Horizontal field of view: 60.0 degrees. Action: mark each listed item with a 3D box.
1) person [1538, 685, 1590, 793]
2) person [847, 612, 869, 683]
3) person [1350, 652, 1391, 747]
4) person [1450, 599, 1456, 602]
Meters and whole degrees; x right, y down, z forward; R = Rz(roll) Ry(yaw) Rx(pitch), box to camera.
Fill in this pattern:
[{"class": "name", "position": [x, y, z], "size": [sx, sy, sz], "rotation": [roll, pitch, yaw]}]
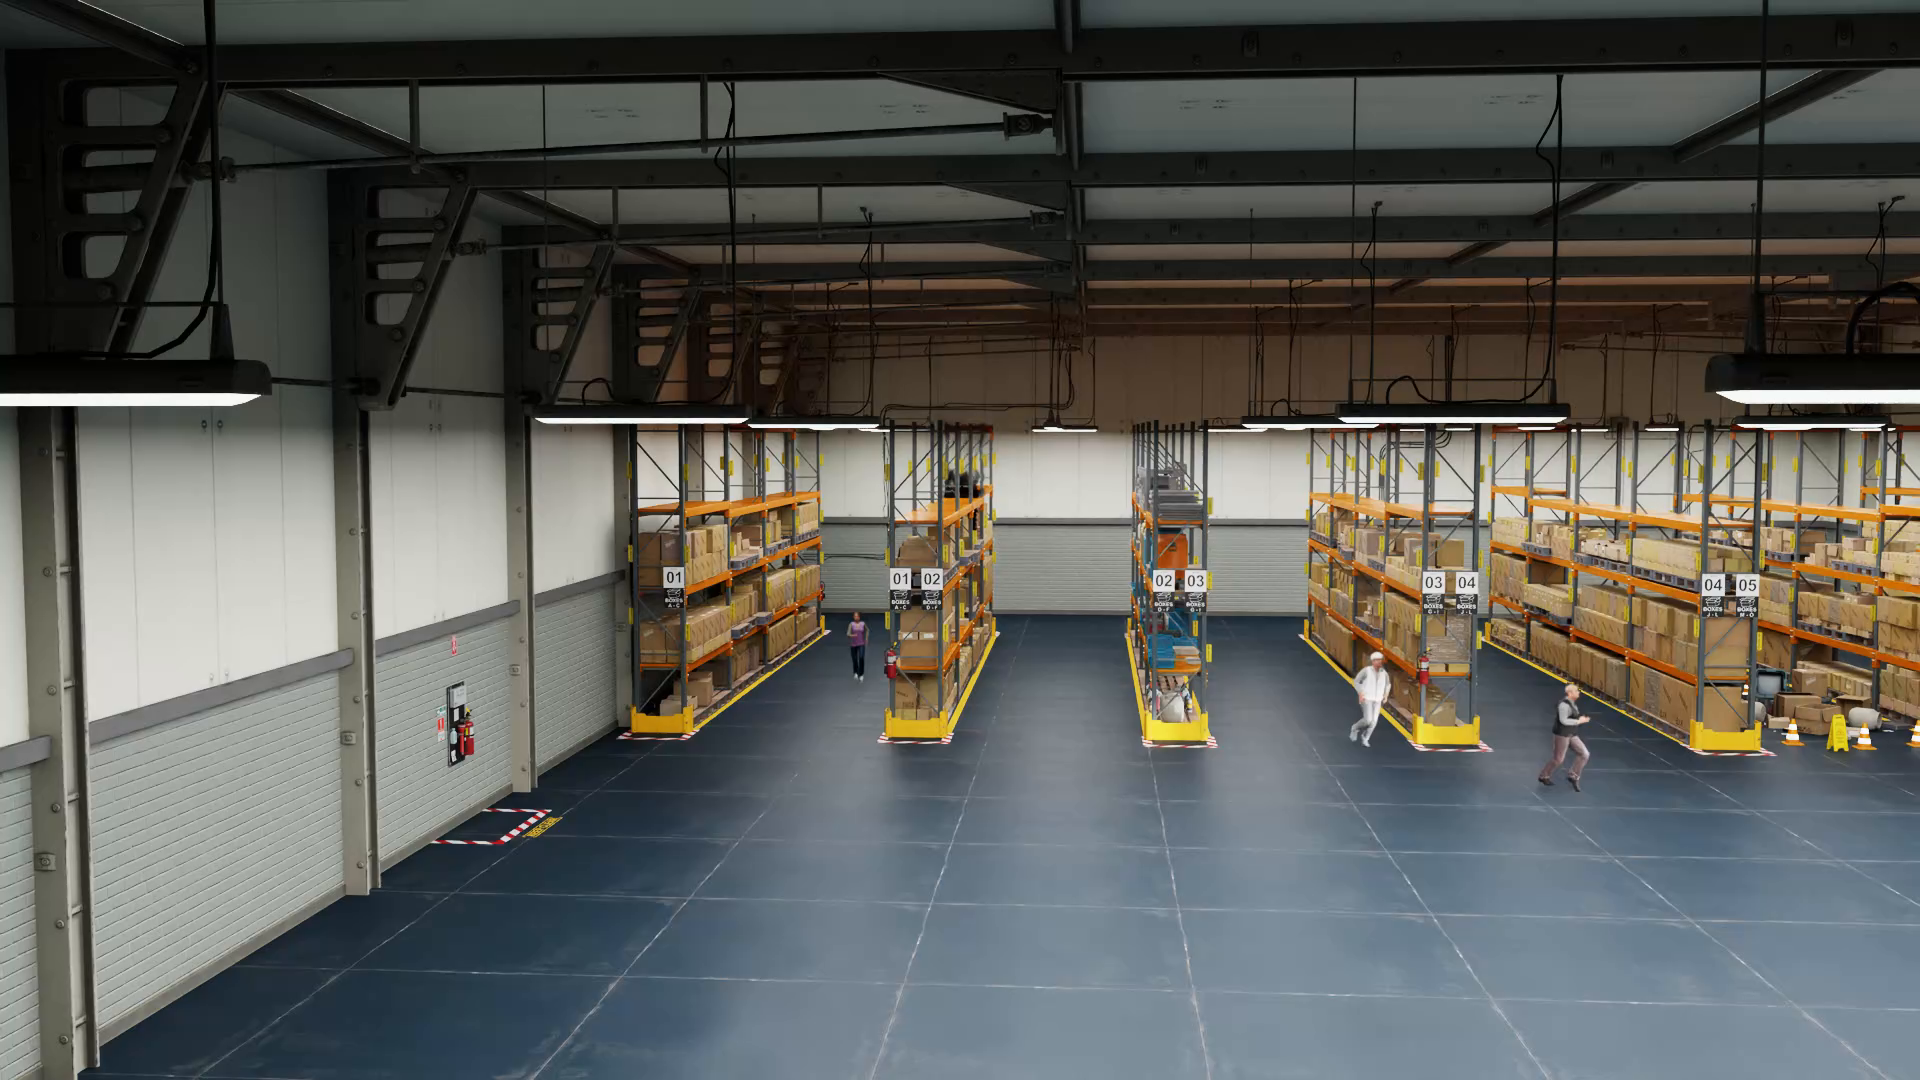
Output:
[{"class": "person", "position": [9.713, 3.179, 26.714], "size": [0.833, 1.744, 0.679], "rotation": [3, 5, 39]}, {"class": "person", "position": [-2.369, 2.479, 38.575], "size": [0.504, 1.638, 0.711], "rotation": [0, 4, -1]}, {"class": "person", "position": [7.607, 2.925, 30.662], "size": [0.706, 1.722, 0.550], "rotation": [-1, 4, -12]}, {"class": "person", "position": [13.386, 1.969, 46.040], "size": [0.674, 1.659, 0.924], "rotation": [3, 4, 36]}]
